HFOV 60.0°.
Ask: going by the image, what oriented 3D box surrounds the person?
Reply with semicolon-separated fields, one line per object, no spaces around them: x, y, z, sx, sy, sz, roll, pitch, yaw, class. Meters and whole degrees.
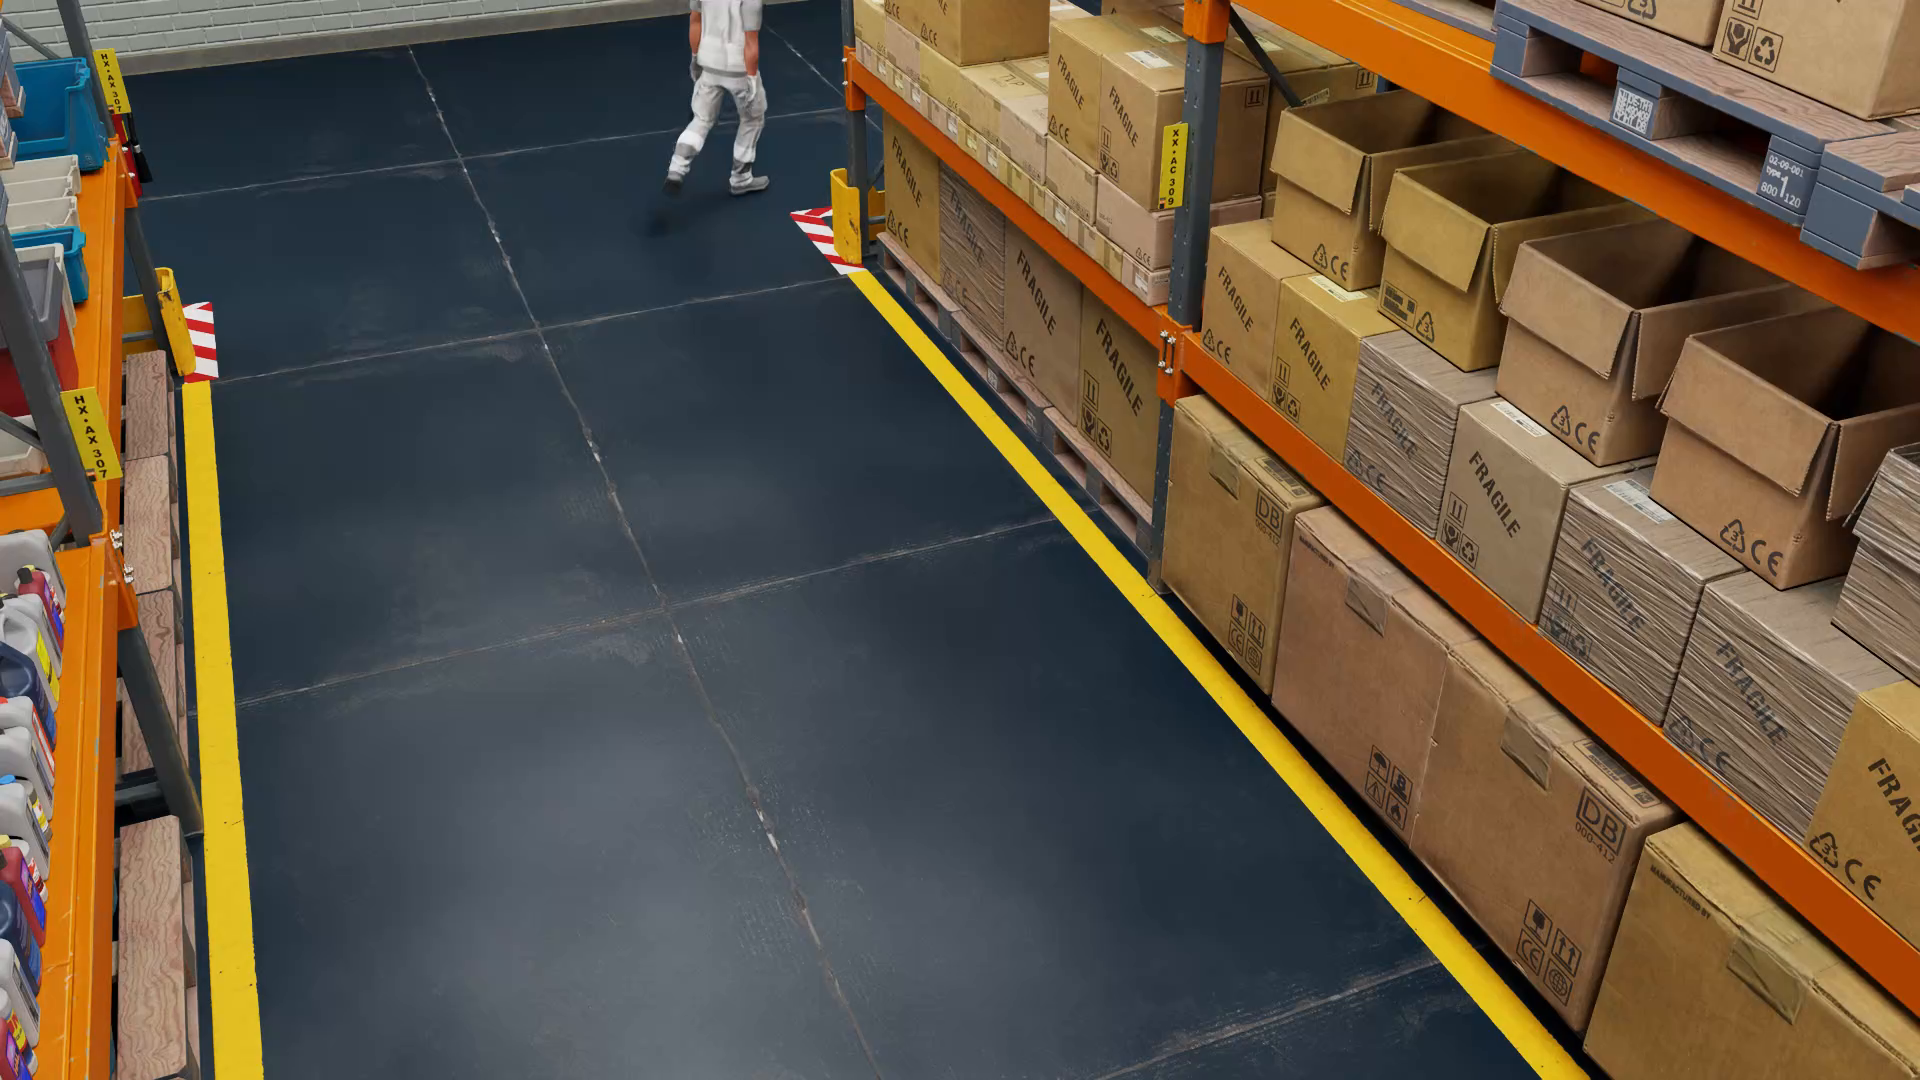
-1.574;-3.018;10.742;0.610;1.749;0.795;17;37;24;person
